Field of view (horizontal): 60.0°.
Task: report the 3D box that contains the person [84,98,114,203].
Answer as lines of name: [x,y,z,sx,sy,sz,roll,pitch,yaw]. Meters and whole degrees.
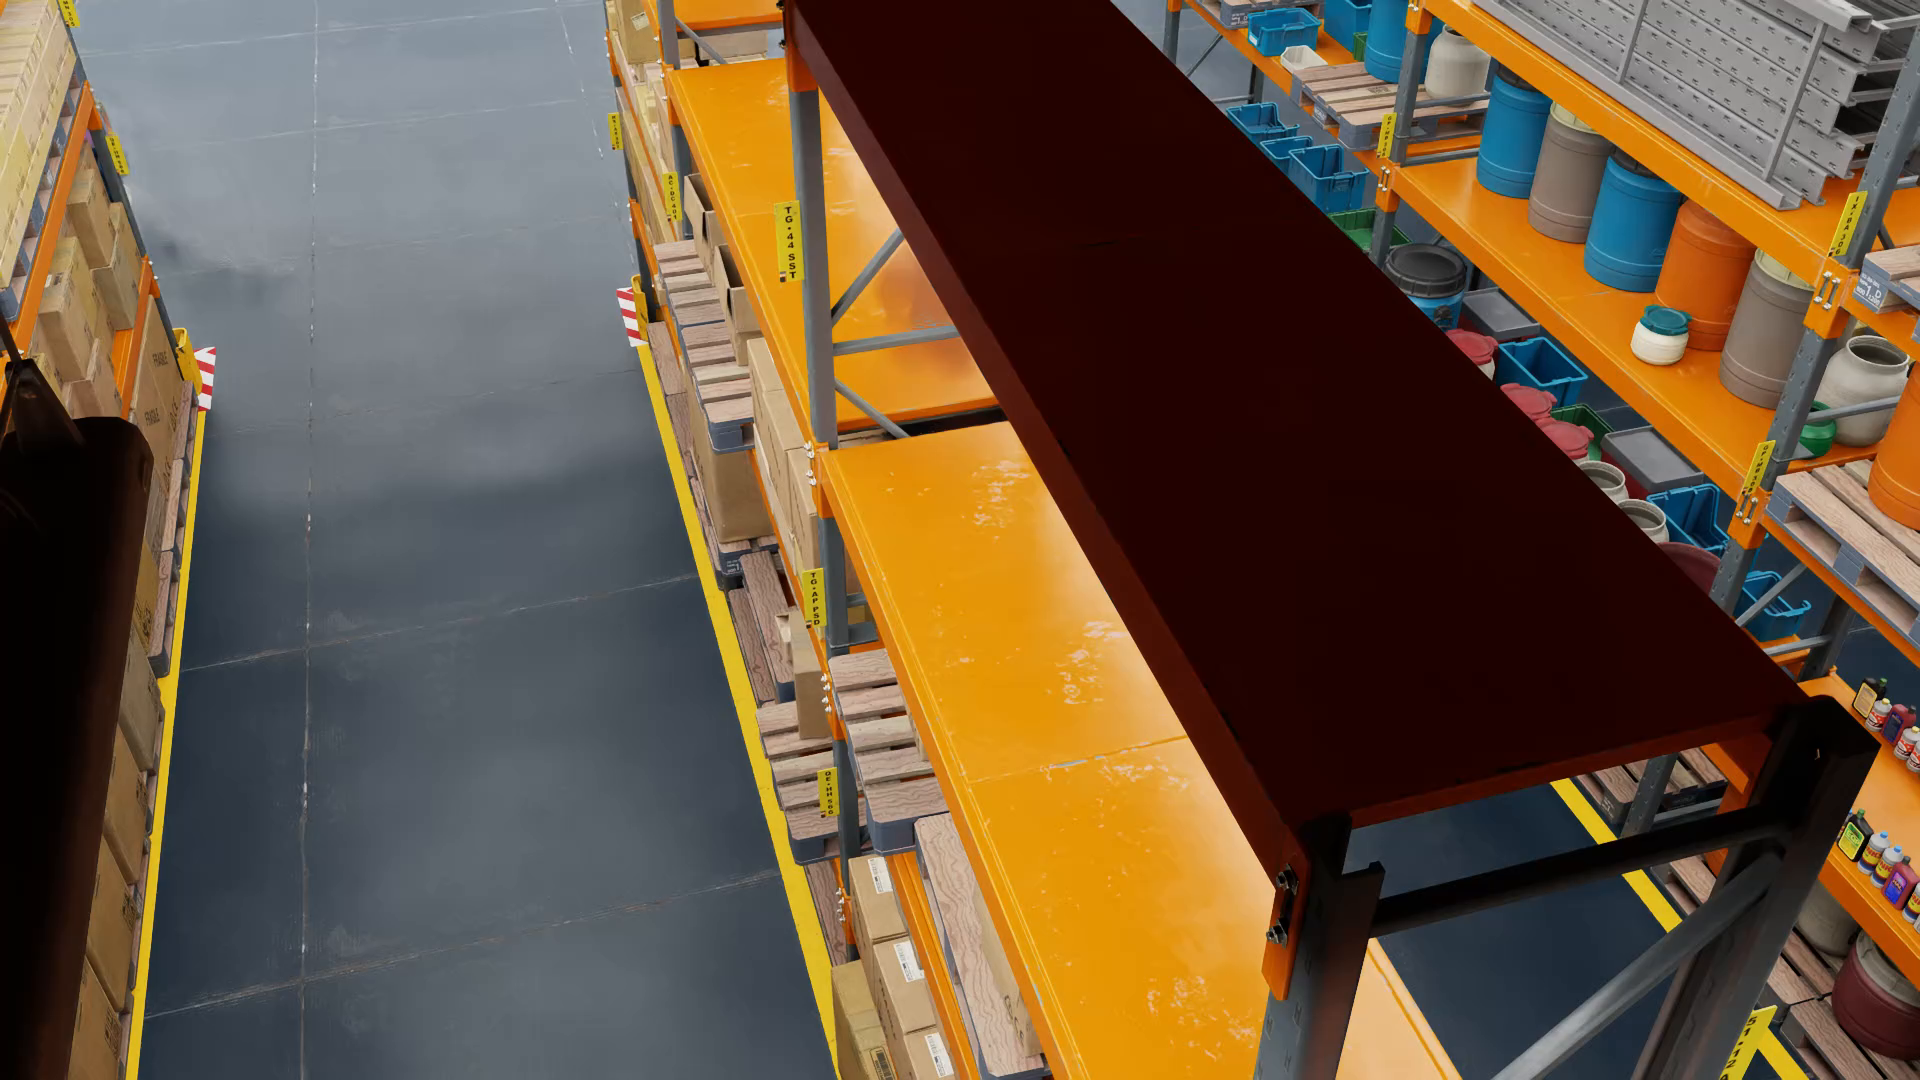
person: [-8.732,-3.924,16.577,0.666,1.530,0.527,19,42,22]
